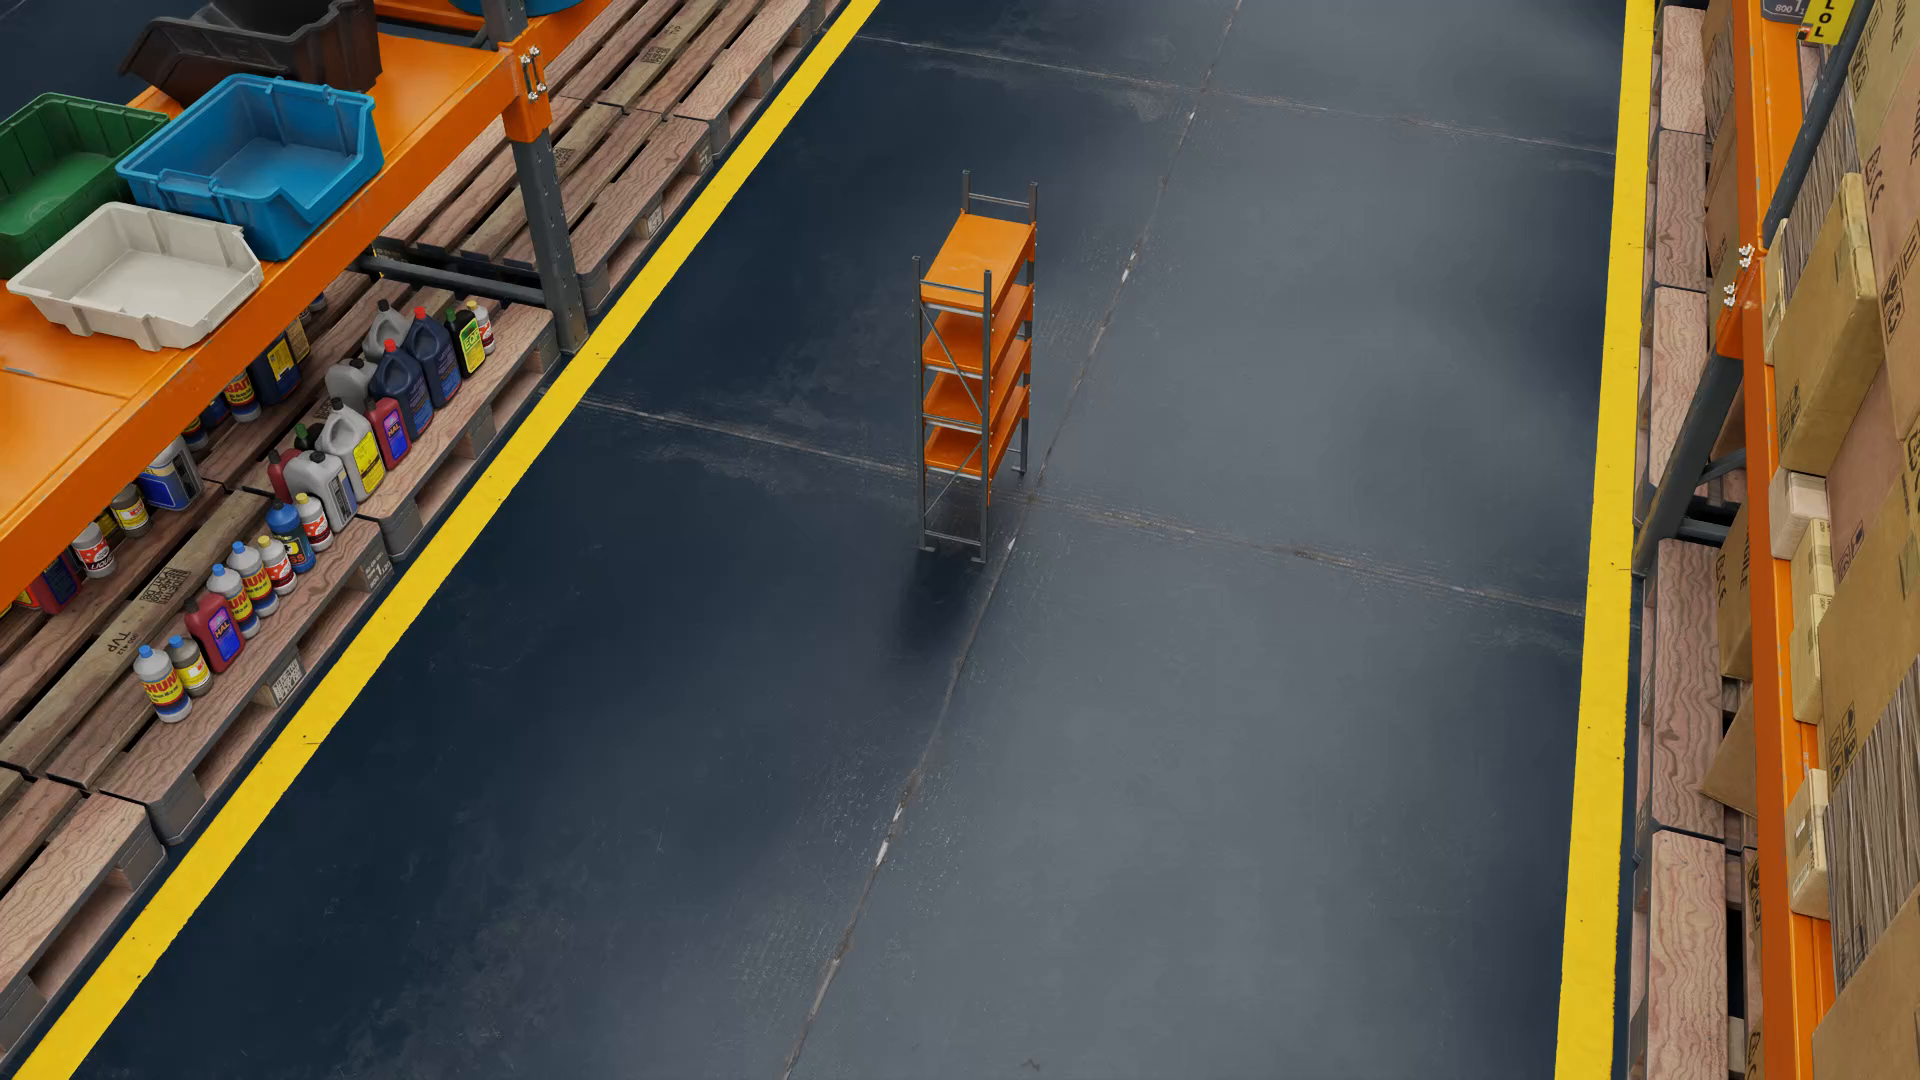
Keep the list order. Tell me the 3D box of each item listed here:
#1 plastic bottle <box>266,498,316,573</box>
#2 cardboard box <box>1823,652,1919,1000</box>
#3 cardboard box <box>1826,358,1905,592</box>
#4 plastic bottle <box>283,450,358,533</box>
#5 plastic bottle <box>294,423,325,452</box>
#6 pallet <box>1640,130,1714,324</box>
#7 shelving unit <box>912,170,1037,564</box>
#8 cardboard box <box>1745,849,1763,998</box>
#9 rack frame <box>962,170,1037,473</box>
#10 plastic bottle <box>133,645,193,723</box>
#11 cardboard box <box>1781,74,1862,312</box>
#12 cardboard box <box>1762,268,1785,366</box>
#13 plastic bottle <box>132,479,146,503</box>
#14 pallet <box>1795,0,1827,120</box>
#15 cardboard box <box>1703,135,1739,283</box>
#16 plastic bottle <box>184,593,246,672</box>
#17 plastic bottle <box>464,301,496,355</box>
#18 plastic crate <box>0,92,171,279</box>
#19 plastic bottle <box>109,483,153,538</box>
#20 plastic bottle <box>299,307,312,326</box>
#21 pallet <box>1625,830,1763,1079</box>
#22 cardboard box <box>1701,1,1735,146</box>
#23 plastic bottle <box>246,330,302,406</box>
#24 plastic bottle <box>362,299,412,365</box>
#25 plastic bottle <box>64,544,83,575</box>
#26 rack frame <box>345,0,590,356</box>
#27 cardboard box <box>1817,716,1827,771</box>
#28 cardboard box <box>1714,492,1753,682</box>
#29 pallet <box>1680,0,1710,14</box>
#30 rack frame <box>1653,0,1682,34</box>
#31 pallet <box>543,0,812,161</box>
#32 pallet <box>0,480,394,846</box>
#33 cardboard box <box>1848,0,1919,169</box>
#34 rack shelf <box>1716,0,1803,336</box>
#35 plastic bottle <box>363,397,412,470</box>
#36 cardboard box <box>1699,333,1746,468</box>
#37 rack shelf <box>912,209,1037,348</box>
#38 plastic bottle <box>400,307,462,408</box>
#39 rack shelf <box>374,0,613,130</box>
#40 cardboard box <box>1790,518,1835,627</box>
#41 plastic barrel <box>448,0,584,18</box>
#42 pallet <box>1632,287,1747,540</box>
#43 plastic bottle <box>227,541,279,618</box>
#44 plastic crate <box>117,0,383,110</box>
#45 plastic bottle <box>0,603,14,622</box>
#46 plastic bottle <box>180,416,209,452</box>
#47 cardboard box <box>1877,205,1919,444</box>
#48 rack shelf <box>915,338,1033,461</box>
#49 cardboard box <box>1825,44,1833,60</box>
[{"bbox_3d":[-2.126,-0.024,5.266,0.097,0.271,0.097,0,44,0],"label":"plastic bottle"},{"bbox_3d":[1.975,0.594,2.714,0.875,0.500,0.500,13,46,13],"label":"cardboard box"},{"bbox_3d":[2.329,-0.061,3.383,0.875,0.500,0.500,13,46,13],"label":"cardboard box"},{"bbox_3d":[-2.085,-0.178,5.420,0.152,0.276,0.135,13,46,13],"label":"plastic bottle"},{"bbox_3d":[-2.138,-0.293,5.532,0.061,0.283,0.133,13,46,13],"label":"plastic bottle"},{"bbox_3d":[3.366,-1.225,6.851,1.003,0.211,1.213,13,46,13],"label":"pallet"},{"bbox_3d":[0.050,-0.539,5.443,0.258,1.200,0.503,13,46,13],"label":"shelving unit"},{"bbox_3d":[2.326,0.929,4.143,0.500,0.500,0.500,9,45,9],"label":"cardboard box"},{"bbox_3d":[0.124,-0.702,5.609,0.240,1.200,0.015,13,46,13],"label":"rack frame"},{"bbox_3d":[-2.321,0.406,4.826,0.097,0.271,0.097,0,44,0],"label":"plastic bottle"},{"bbox_3d":[2.569,-0.741,4.079,0.875,0.500,0.500,13,46,13],"label":"cardboard box"},{"bbox_3d":[2.324,-0.553,4.350,0.380,0.149,0.250,13,46,13],"label":"cardboard box"},{"bbox_3d":[-2.782,-0.286,5.477,0.144,0.351,0.185,12,46,12],"label":"plastic bottle"},{"bbox_3d":[3.134,-1.296,5.067,1.003,0.211,1.213,13,46,13],"label":"pallet"},{"bbox_3d":[3.302,-1.242,6.347,0.700,0.500,0.500,9,45,9],"label":"cardboard box"},{"bbox_3d":[-2.235,0.255,4.972,0.061,0.283,0.133,13,46,13],"label":"plastic bottle"},{"bbox_3d":[-1.769,-0.784,6.093,0.097,0.201,0.097,0,44,0],"label":"plastic bottle"},{"bbox_3d":[-2.636,-1.014,4.793,0.450,0.188,0.662,13,46,13],"label":"plastic crate"},{"bbox_3d":[-2.710,-0.113,5.407,0.097,0.201,0.097,0,44,0],"label":"plastic bottle"},{"bbox_3d":[-2.501,-0.905,6.216,0.097,0.201,0.097,0,44,0],"label":"plastic bottle"},{"bbox_3d":[2.227,1.382,4.187,1.003,0.211,1.213,13,46,13],"label":"pallet"},{"bbox_3d":[3.636,-1.993,7.115,0.700,0.500,0.500,9,45,9],"label":"cardboard box"},{"bbox_3d":[-2.459,-0.665,5.864,0.144,0.351,0.185,13,46,13],"label":"plastic bottle"},{"bbox_3d":[-2.014,-0.686,5.886,0.144,0.351,0.185,13,46,13],"label":"plastic bottle"},{"bbox_3d":[-2.885,-0.024,5.263,0.152,0.276,0.135,11,46,11],"label":"plastic bottle"},{"bbox_3d":[-1.956,-1.935,5.583,1.000,3.000,0.127,13,46,13],"label":"rack frame"},{"bbox_3d":[1.939,0.462,3.313,0.380,0.149,0.250,13,46,13],"label":"cardboard box"},{"bbox_3d":[2.605,0.115,4.974,0.500,0.500,0.500,11,45,11],"label":"cardboard box"},{"bbox_3d":[4.286,-3.065,8.732,1.003,0.211,1.213,13,46,13],"label":"pallet"},{"bbox_3d":[3.976,-3.552,7.236,1.000,3.000,0.127,13,46,13],"label":"rack frame"},{"bbox_3d":[-1.388,-2.286,7.935,1.003,0.211,1.213,13,46,13],"label":"pallet"},{"bbox_3d":[-2.567,0.316,5.276,1.003,0.211,1.213,13,46,13],"label":"pallet"},{"bbox_3d":[2.386,-1.139,3.771,0.500,0.500,0.500,13,46,13],"label":"cardboard box"},{"bbox_3d":[3.370,-1.962,6.125,1.077,0.370,4.000,13,46,13],"label":"rack shelf"},{"bbox_3d":[-1.944,-0.386,5.627,0.061,0.283,0.133,15,46,15],"label":"plastic bottle"},{"bbox_3d":[2.971,-0.555,5.645,0.700,0.500,0.500,9,45,9],"label":"cardboard box"},{"bbox_3d":[0.050,-0.820,5.168,0.258,0.148,0.480,13,46,13],"label":"rack shelf"},{"bbox_3d":[-1.876,-0.655,5.854,0.144,0.351,0.185,11,46,11],"label":"plastic bottle"},{"bbox_3d":[-1.350,-3.011,7.197,1.077,0.370,4.000,13,46,13],"label":"rack shelf"},{"bbox_3d":[2.057,0.122,3.661,0.380,0.149,0.250,13,46,13],"label":"cardboard box"},{"bbox_3d":[-1.550,-2.308,5.605,0.600,0.901,0.708,13,46,13],"label":"plastic barrel"},{"bbox_3d":[2.999,-0.409,6.017,1.003,0.211,1.213,13,46,13],"label":"pallet"},{"bbox_3d":[-2.187,0.111,5.128,0.097,0.271,0.097,0,44,0],"label":"plastic bottle"},{"bbox_3d":[-2.236,-1.591,5.276,0.767,0.338,0.504,13,46,13],"label":"plastic crate"},{"bbox_3d":[-3.011,0.146,5.084,0.061,0.283,0.133,14,46,13],"label":"plastic bottle"},{"bbox_3d":[-2.662,-0.435,5.686,0.097,0.271,0.097,0,44,0],"label":"plastic bottle"},{"bbox_3d":[2.084,-0.473,3.089,0.500,0.500,0.500,13,46,13],"label":"cardboard box"},{"bbox_3d":[0.050,-0.491,5.490,0.258,0.148,0.480,13,46,13],"label":"rack shelf"},{"bbox_3d":[3.138,-1.751,4.665,1.000,1.000,1.000,13,46,13],"label":"cardboard box"}]
